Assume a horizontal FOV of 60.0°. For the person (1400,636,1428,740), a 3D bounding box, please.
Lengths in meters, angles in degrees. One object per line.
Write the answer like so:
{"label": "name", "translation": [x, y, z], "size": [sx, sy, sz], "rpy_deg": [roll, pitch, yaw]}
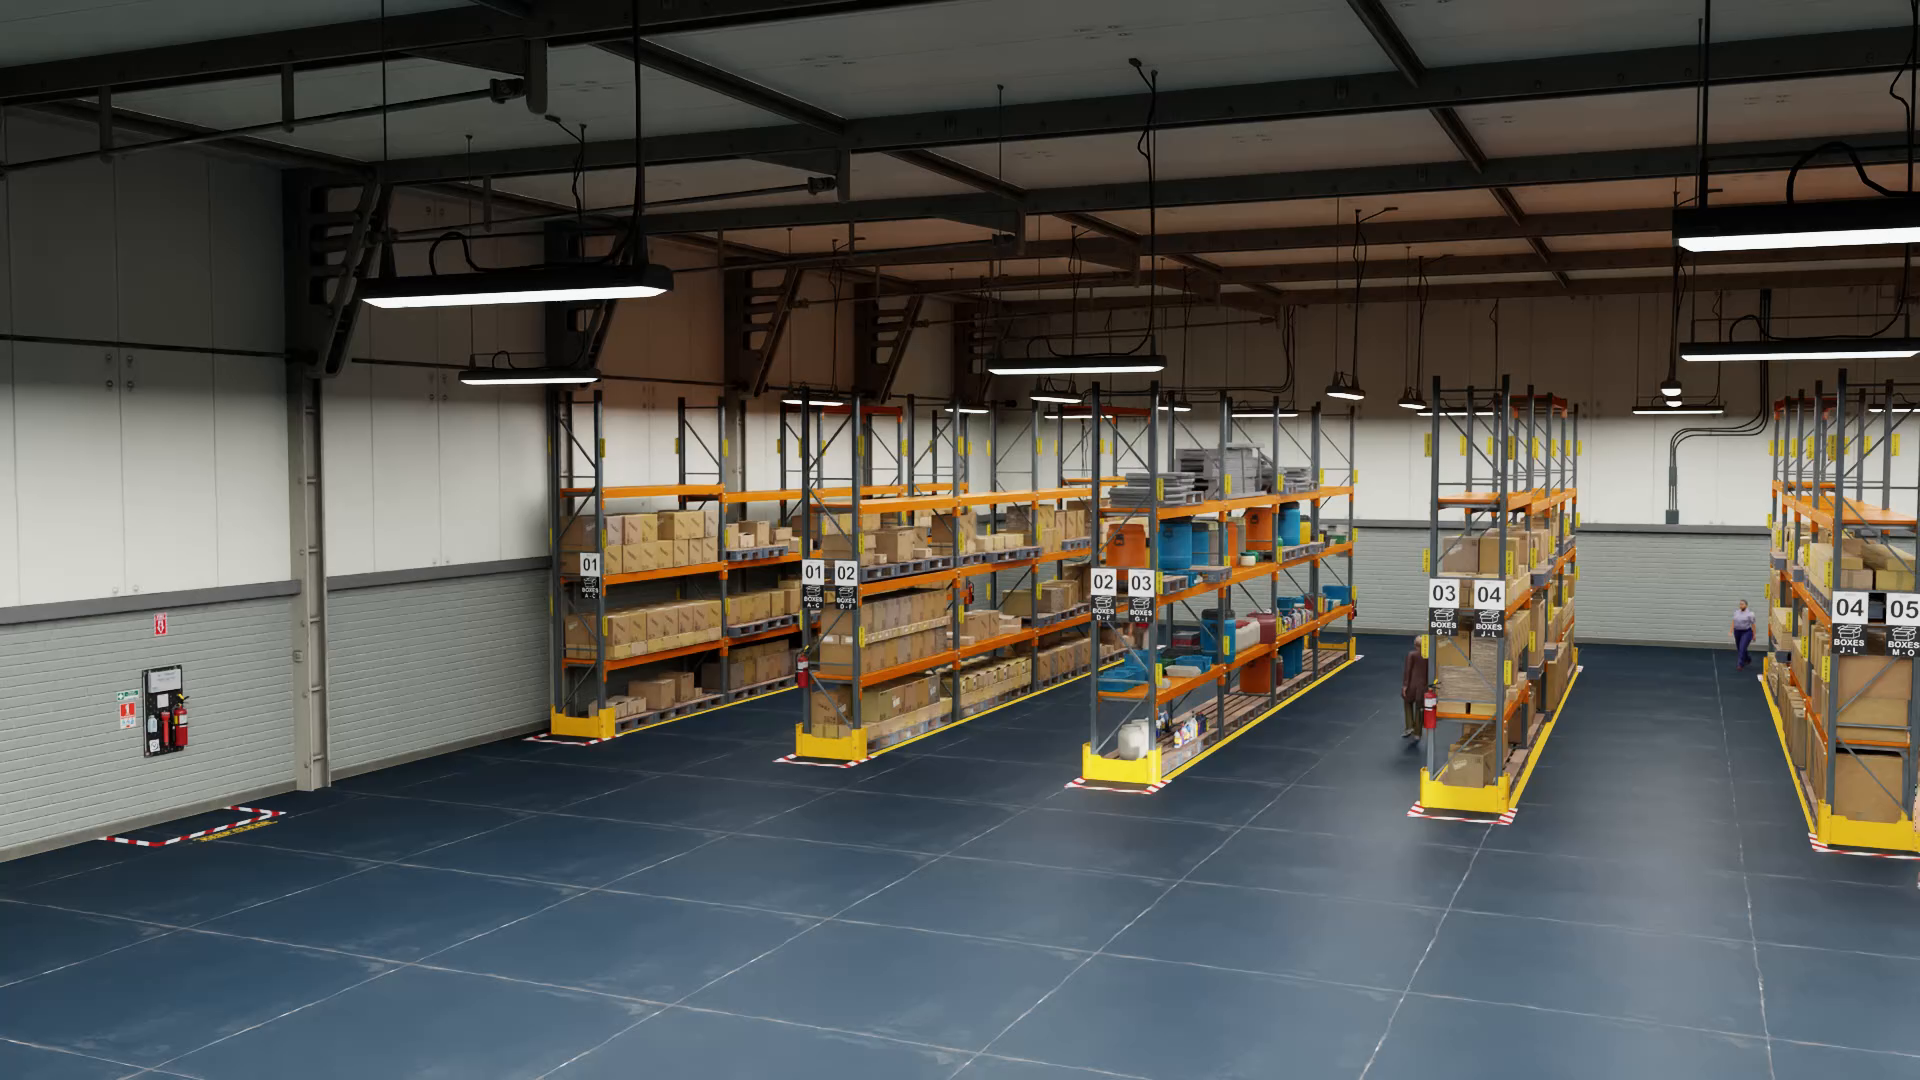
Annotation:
{"label": "person", "translation": [7.850, 2.544, 28.477], "size": [0.577, 1.790, 0.596], "rpy_deg": [1, 3, 12]}

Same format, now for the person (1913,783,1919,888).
{"label": "person", "translation": [10.829, 3.151, 18.300], "size": [0.472, 1.650, 0.869], "rpy_deg": [0, 3, -3]}

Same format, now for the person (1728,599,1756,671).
{"label": "person", "translation": [17.657, 2.120, 37.448], "size": [1.041, 1.590, 0.505], "rpy_deg": [-2, 4, -37]}

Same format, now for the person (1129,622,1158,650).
{"label": "person", "translation": [4.154, 2.075, 37.719], "size": [0.594, 1.661, 1.099], "rpy_deg": [1, 3, 20]}
